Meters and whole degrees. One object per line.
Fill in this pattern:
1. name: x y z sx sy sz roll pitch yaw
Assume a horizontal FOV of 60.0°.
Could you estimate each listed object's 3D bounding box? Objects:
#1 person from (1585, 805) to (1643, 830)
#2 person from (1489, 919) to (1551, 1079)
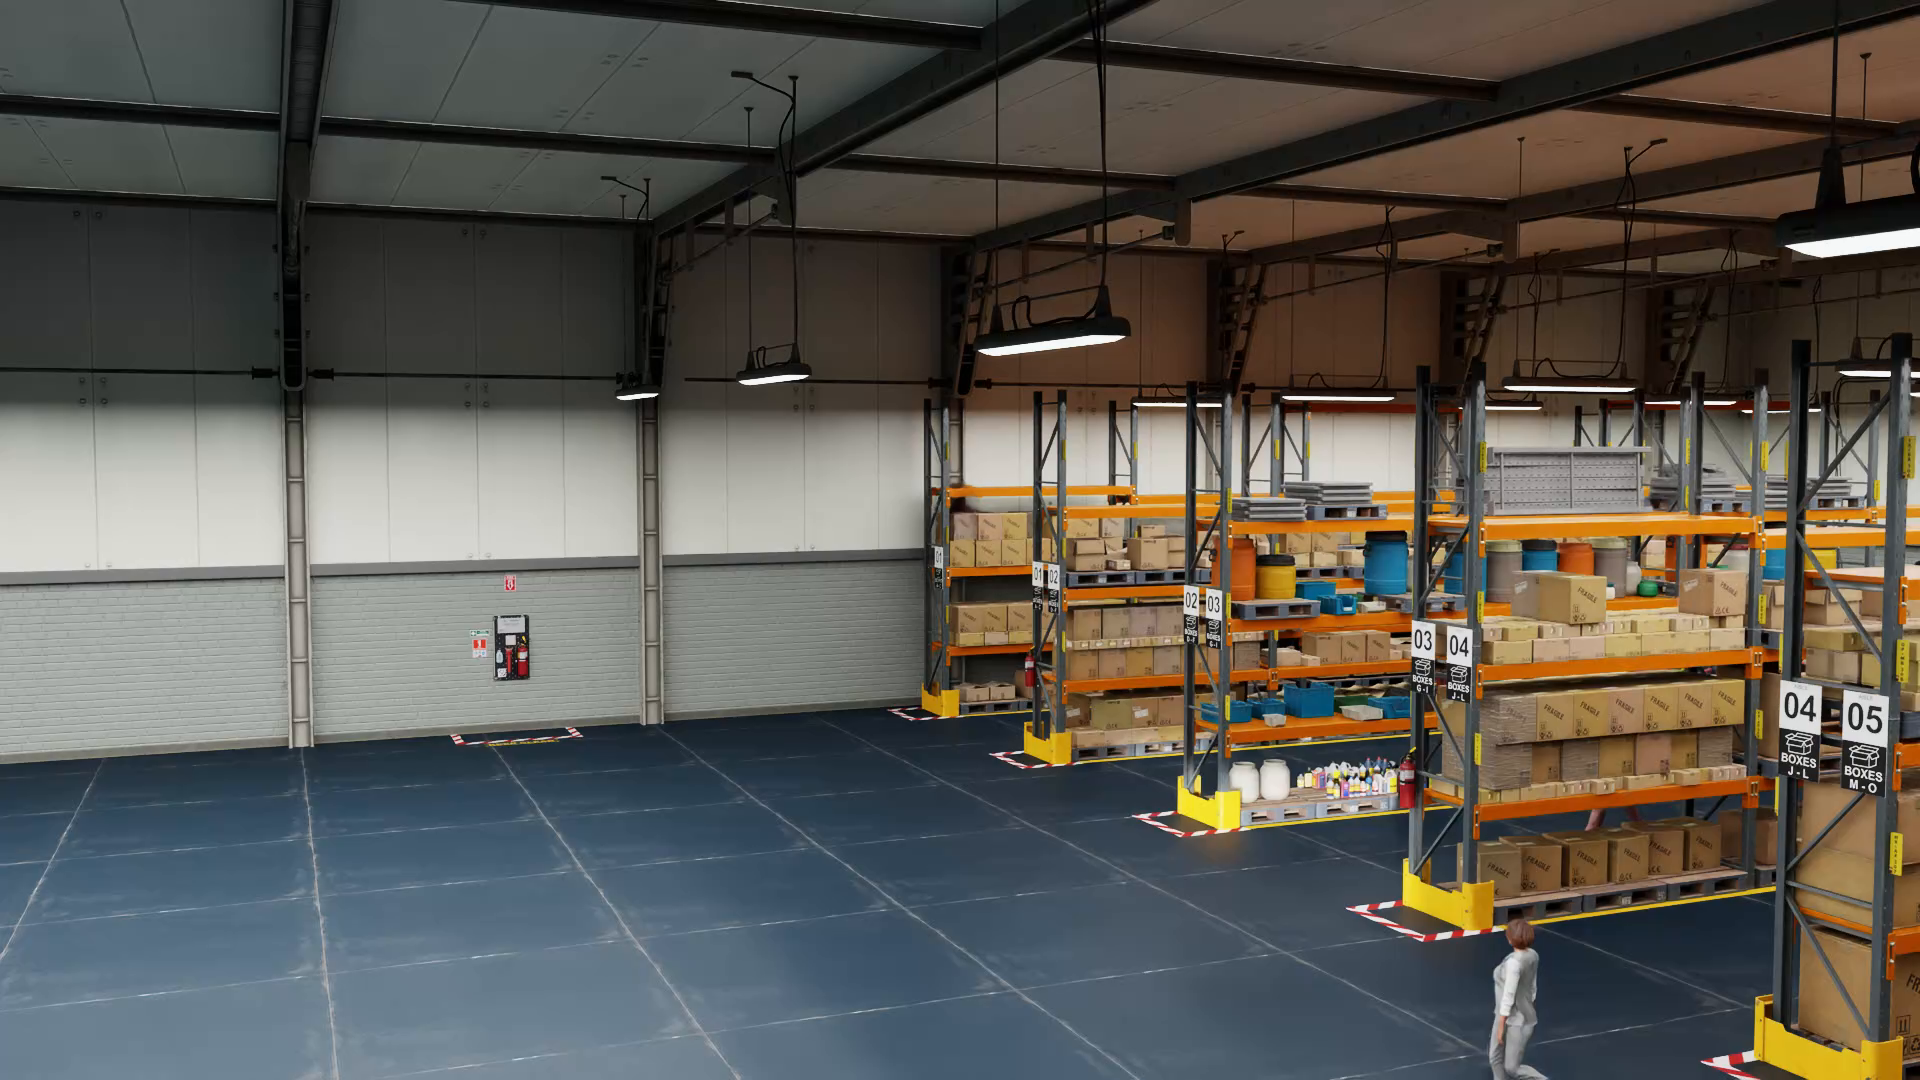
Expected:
1. person: 8.439 3.079 21.399 1.039 1.613 0.417 -2 4 -25
2. person: 4.228 3.625 12.525 0.634 1.581 0.399 0 3 -1
